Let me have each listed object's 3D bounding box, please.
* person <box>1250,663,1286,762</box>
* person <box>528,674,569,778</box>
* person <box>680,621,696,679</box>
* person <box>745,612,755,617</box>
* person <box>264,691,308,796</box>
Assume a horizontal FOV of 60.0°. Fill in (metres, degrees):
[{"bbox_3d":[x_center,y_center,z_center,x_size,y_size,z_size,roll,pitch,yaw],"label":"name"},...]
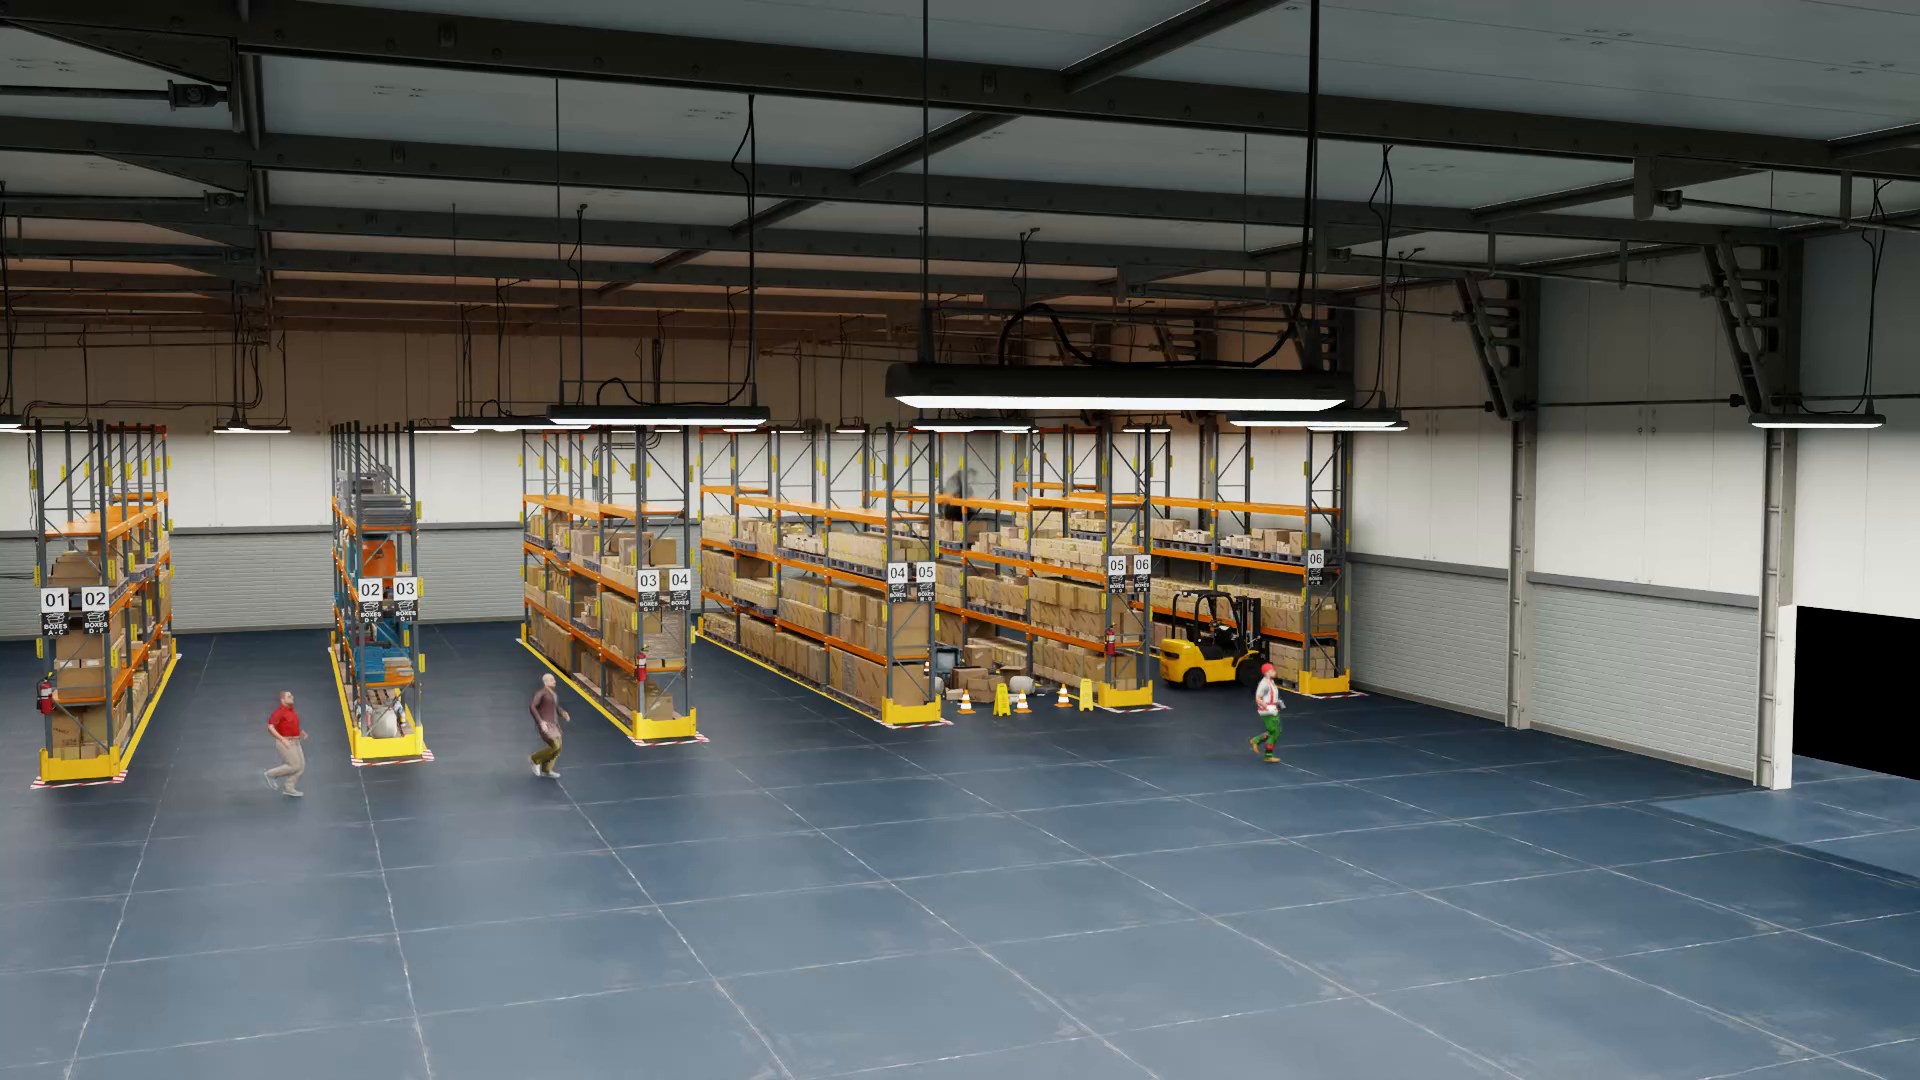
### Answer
[{"bbox_3d":[5.365,3.027,29.173,0.612,1.742,0.643,2,4,26],"label":"person"},{"bbox_3d":[-6.906,3.110,27.896,0.632,1.746,0.727,1,4,10],"label":"person"},{"bbox_3d":[-6.544,2.400,39.255,0.609,1.684,0.906,-2,4,-31],"label":"person"},{"bbox_3d":[-6.270,1.807,49.958,0.638,1.576,0.515,-2,4,-24],"label":"person"},{"bbox_3d":[-10.722,3.240,26.452,0.598,1.687,0.671,0,4,1],"label":"person"}]
